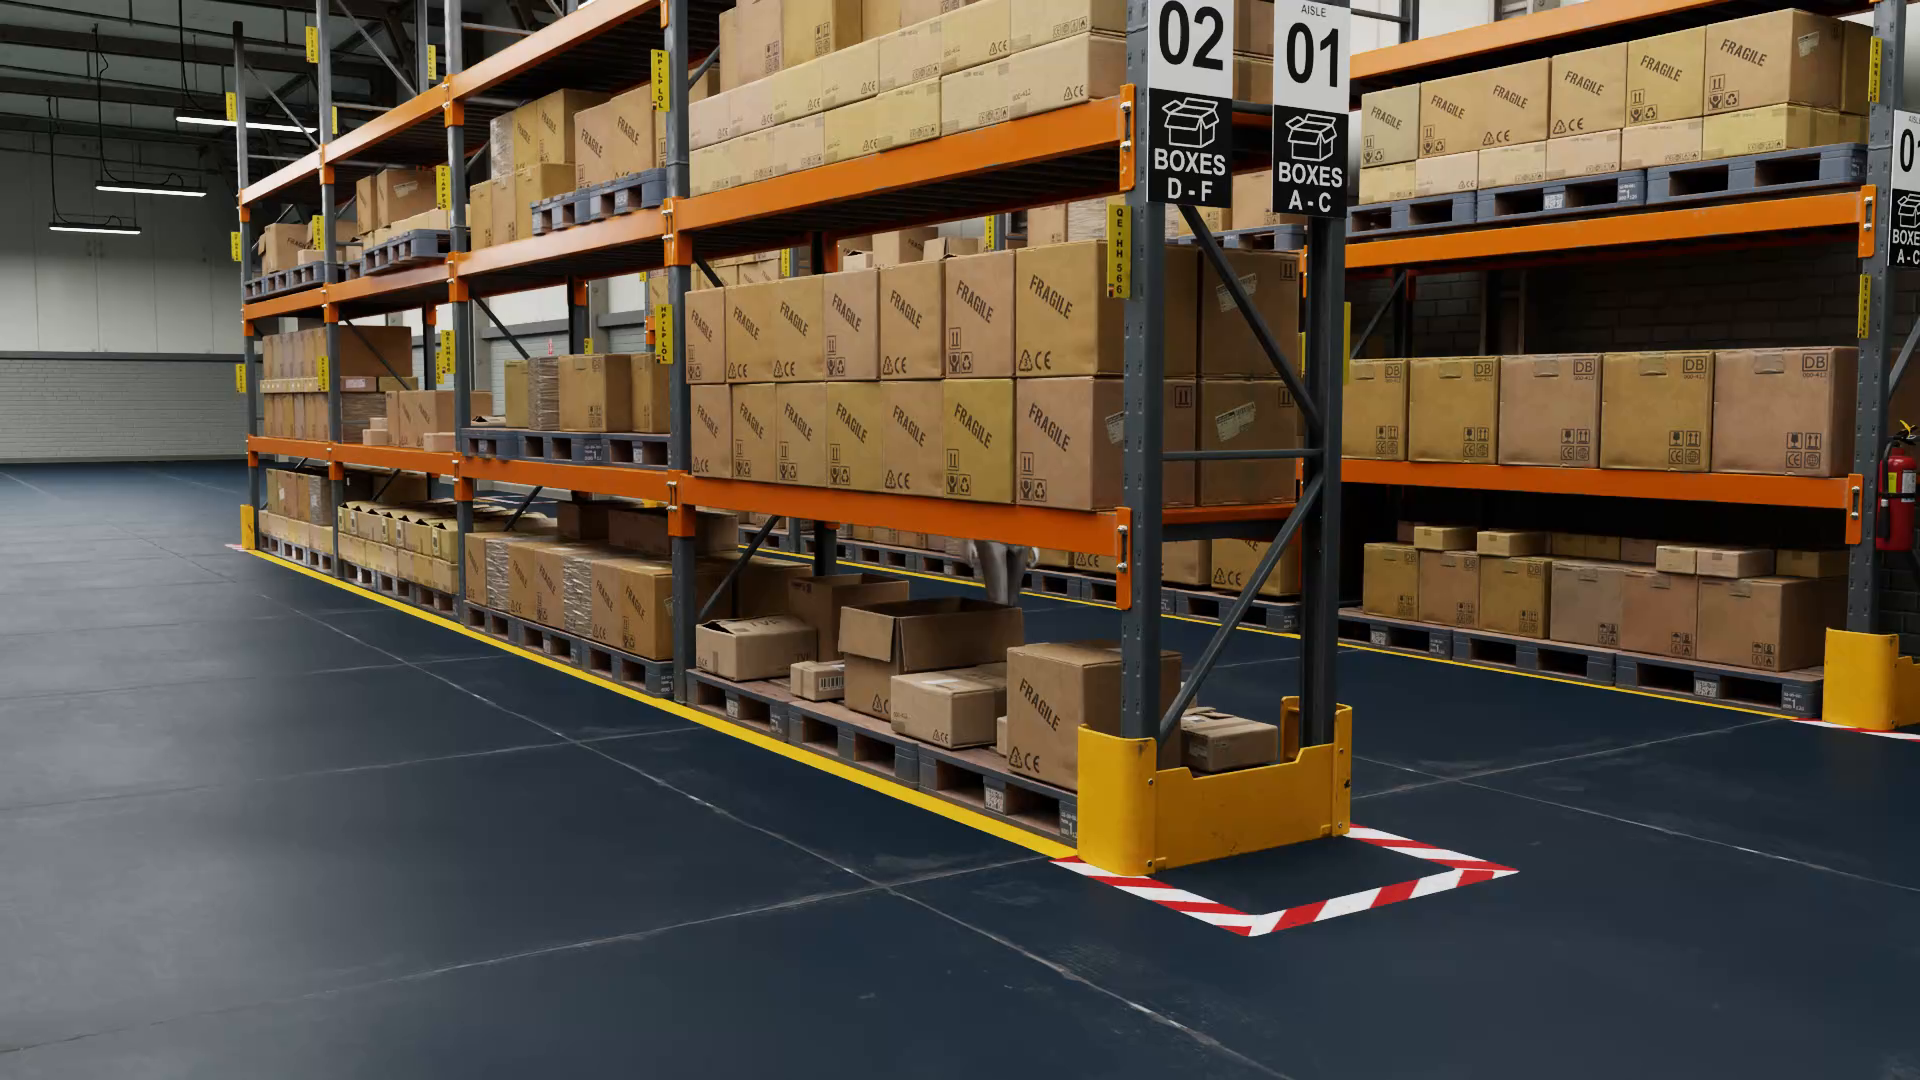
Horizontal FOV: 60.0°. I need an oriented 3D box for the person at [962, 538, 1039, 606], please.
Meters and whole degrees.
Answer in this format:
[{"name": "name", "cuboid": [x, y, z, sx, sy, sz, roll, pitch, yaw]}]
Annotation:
[{"name": "person", "cuboid": [0.316, 0.020, 10.225, 0.516, 1.656, 0.719, -2, 5, -21]}]
